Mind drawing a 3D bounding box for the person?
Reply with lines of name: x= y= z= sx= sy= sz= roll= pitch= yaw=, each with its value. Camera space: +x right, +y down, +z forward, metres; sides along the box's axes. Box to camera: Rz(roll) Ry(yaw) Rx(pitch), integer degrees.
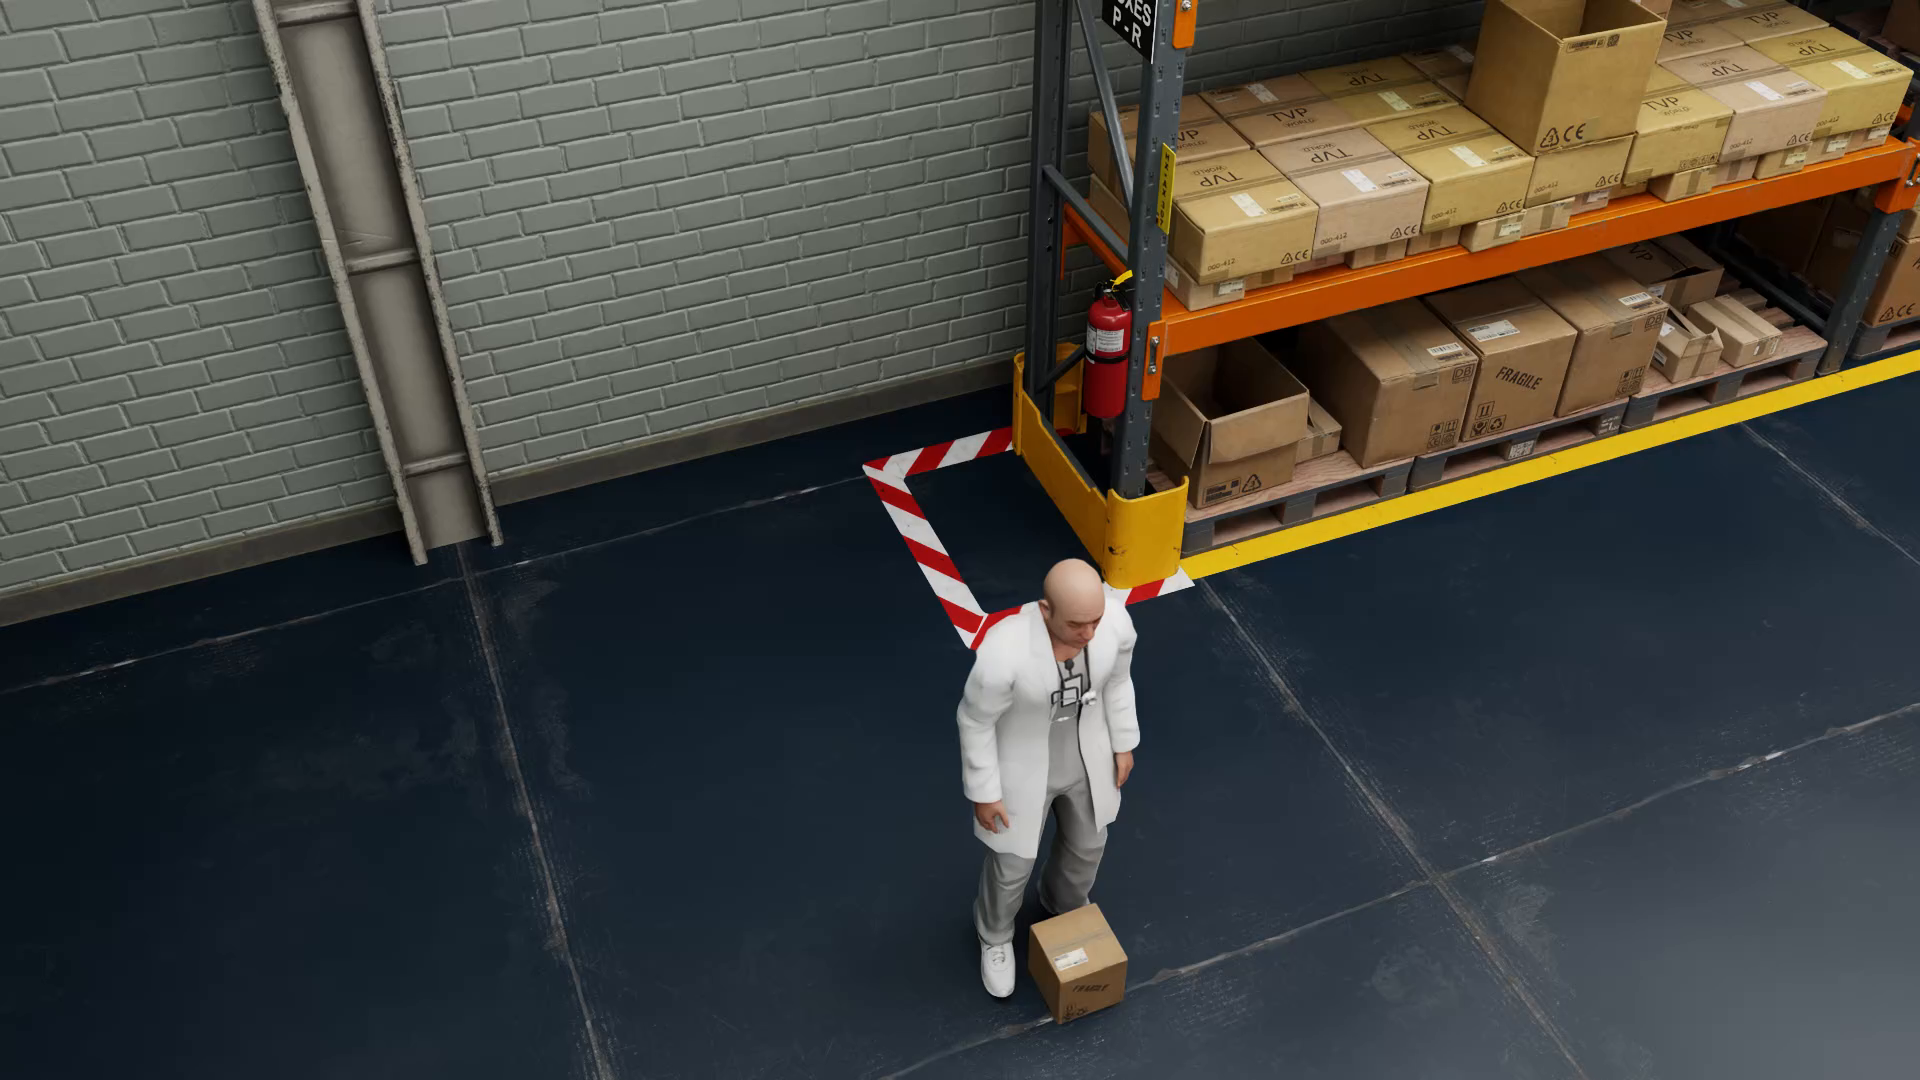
person: x=0.292 y=0.726 z=5.337 sx=0.622 sy=1.769 sz=0.426 roll=-17 pitch=44 yaw=-18
